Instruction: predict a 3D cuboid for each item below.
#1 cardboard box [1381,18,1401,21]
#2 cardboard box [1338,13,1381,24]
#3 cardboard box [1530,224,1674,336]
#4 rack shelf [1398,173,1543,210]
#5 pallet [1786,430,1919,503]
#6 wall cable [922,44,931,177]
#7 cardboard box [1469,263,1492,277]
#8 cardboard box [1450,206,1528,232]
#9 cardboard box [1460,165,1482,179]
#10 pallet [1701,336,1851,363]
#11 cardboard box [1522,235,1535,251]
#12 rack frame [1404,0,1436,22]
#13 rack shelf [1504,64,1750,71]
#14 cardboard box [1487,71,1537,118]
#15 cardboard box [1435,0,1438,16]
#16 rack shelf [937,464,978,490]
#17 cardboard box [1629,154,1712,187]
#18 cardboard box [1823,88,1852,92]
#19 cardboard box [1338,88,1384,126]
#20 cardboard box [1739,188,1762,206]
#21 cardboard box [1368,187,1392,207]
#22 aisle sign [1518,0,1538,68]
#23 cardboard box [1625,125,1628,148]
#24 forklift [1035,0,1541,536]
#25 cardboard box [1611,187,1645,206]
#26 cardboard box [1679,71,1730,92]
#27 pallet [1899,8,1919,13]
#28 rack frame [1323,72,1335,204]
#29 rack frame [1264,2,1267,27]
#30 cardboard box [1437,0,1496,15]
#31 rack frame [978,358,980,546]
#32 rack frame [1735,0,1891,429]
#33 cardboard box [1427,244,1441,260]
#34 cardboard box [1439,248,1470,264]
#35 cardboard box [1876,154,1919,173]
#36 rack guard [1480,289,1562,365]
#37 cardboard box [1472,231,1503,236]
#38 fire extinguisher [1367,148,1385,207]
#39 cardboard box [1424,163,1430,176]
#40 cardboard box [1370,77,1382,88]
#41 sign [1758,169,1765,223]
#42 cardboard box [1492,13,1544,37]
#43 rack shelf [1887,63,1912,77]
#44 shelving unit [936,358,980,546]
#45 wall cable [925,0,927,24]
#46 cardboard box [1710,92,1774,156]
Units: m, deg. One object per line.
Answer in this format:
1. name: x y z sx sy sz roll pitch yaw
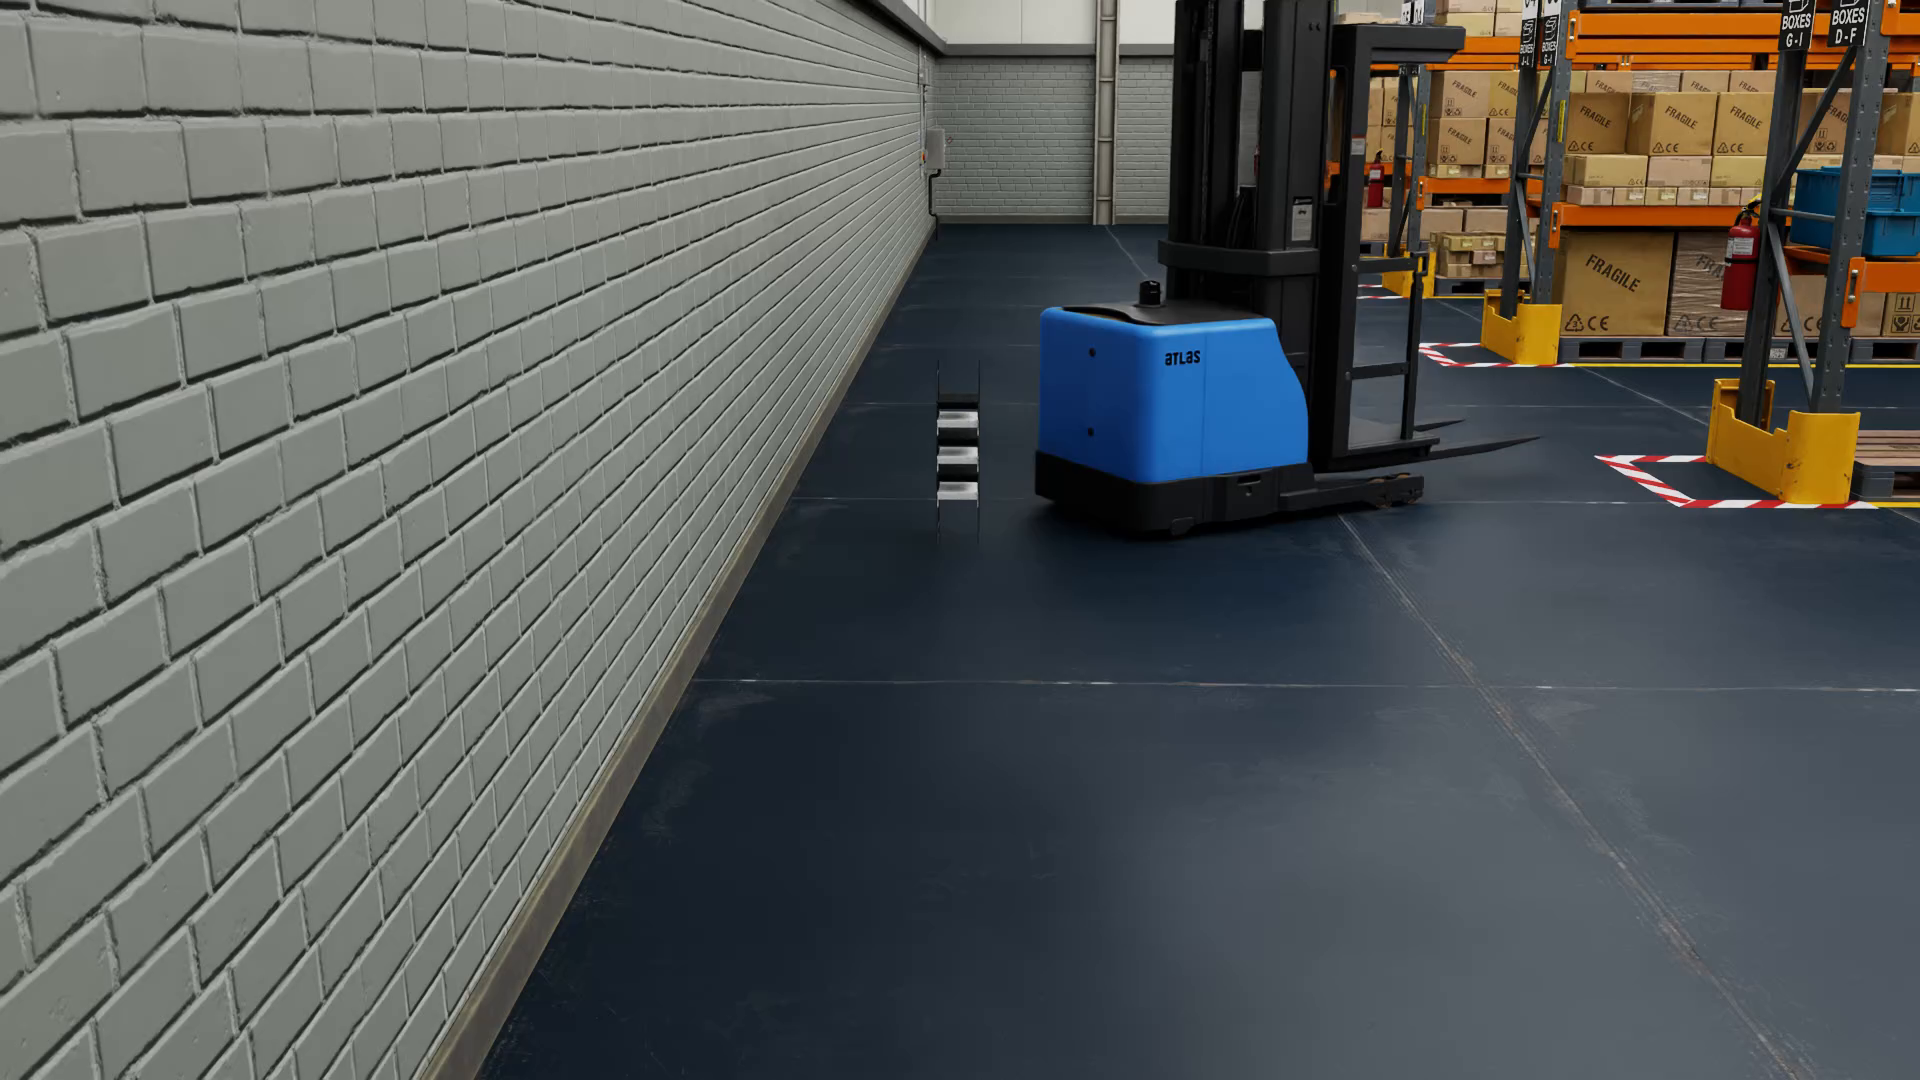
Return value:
1. cardboard box: 7.196 -8.540 27.681 0.500 0.250 0.500 1 15 3
2. cardboard box: 5.568 -7.236 23.281 0.500 0.250 0.500 -1 15 -4
3. cardboard box: 5.505 -2.251 14.335 0.875 0.875 0.875 0 15 1
4. rack shelf: 7.090 -3.963 18.890 4.000 0.370 1.077 0 15 1
5. pallet: 5.560 -0.433 9.566 1.213 0.211 1.003 0 15 1
6. wall cable: -0.497 -6.470 24.993 0.122 1.984 0.588 0 15 1
7. cardboard box: 5.870 -3.082 18.908 0.250 0.149 0.380 0 15 1
8. cardboard box: 7.595 -4.562 23.950 0.875 0.438 0.875 0 15 0
9. cardboard box: 5.661 -4.125 18.588 0.250 0.149 0.380 1 15 3
10. pallet: 6.880 -1.717 14.435 1.213 0.211 1.003 0 15 1
11. cardboard box: 6.383 -3.360 18.794 0.250 0.149 0.380 0 15 -1
12. rack frame: 5.090 -7.224 18.082 0.127 3.000 1.000 0 15 1
13. rack shelf: 11.237 -7.916 27.994 4.000 0.370 1.077 0 15 1
14. cardboard box: 6.037 -4.927 18.395 0.500 0.500 0.500 1 15 3
15. cardboard box: 5.557 -6.005 18.655 0.500 0.250 0.500 0 15 0
16. rack shelf: -0.008 -0.316 8.257 0.200 0.077 0.258 0 15 1
17. cardboard box: 5.855 -3.057 13.758 0.500 0.250 0.500 0 15 1
18. cardboard box: 12.077 -6.004 23.062 0.500 0.500 0.500 1 15 2
19. cardboard box: 5.588 -6.043 23.207 0.500 0.500 0.500 0 15 0
20. cardboard box: 6.495 -2.844 13.731 0.250 0.149 0.380 0 15 1
21. cardboard box: 7.227 -5.774 28.423 0.500 0.500 0.500 1 15 2
22. aisle sign: 4.798 -4.393 14.016 0.004 0.787 0.394 0 15 1
23. cardboard box: 7.067 -4.437 18.499 0.500 0.500 0.500 0 15 0
24. forklift: 1.942 -1.691 9.004 3.031 2.935 1.130 -8 17 -29
25. cardboard box: 5.466 -2.850 13.755 0.250 0.149 0.380 0 15 1
26. cardboard box: 8.095 -4.909 18.328 0.500 0.500 0.500 0 15 0
27. pallet: 8.044 -4.449 13.616 1.213 0.211 1.003 0 15 1
28. rack frame: 5.116 -5.587 23.635 0.127 3.000 1.000 0 15 1
29. rack frame: 5.239 -9.753 27.667 0.127 3.000 1.000 0 15 1
30. cardboard box: 5.533 -5.874 18.158 0.500 0.250 0.500 1 15 2
31. rack frame: 0.094 -0.435 8.223 0.006 0.900 0.240 0 15 1
32. rack frame: 4.736 -1.796 9.268 0.127 3.000 1.000 0 15 1
33. cardboard box: 5.625 -3.361 19.383 0.250 0.149 0.380 0 15 0
34. cardboard box: 5.608 -3.223 18.859 0.250 0.149 0.380 1 15 4
35. cardboard box: 7.896 -3.043 13.706 0.500 0.250 0.500 1 15 3
36. rack guard: 4.839 -1.851 14.375 0.348 0.500 1.175 0 15 1
37. cardboard box: 6.138 -3.511 19.368 0.250 0.149 0.380 0 15 0
38. fire extinguisher: 4.850 -4.225 19.357 0.183 0.674 0.296 0 15 1
39. cardboard box: 5.424 -4.272 19.145 0.250 0.149 0.380 0 15 1
40. cardboard box: 5.727 -6.376 23.198 0.250 0.149 0.380 1 15 3
41. sign: 4.734 -2.016 9.780 0.005 0.325 0.100 0 15 1
42. cardboard box: 6.059 -5.629 18.209 0.500 0.250 0.500 1 15 3
43. rack shelf: 15.113 -6.624 23.097 4.000 0.370 1.077 0 15 1
44. shelving unit: -0.008 -0.435 8.225 0.210 0.900 0.258 0 15 1
45. wall cable: -0.447 -9.373 26.151 0.133 3.039 2.988 0 15 1
46. cardboard box: 6.354 -3.416 13.649 0.500 0.500 0.500 0 15 0
